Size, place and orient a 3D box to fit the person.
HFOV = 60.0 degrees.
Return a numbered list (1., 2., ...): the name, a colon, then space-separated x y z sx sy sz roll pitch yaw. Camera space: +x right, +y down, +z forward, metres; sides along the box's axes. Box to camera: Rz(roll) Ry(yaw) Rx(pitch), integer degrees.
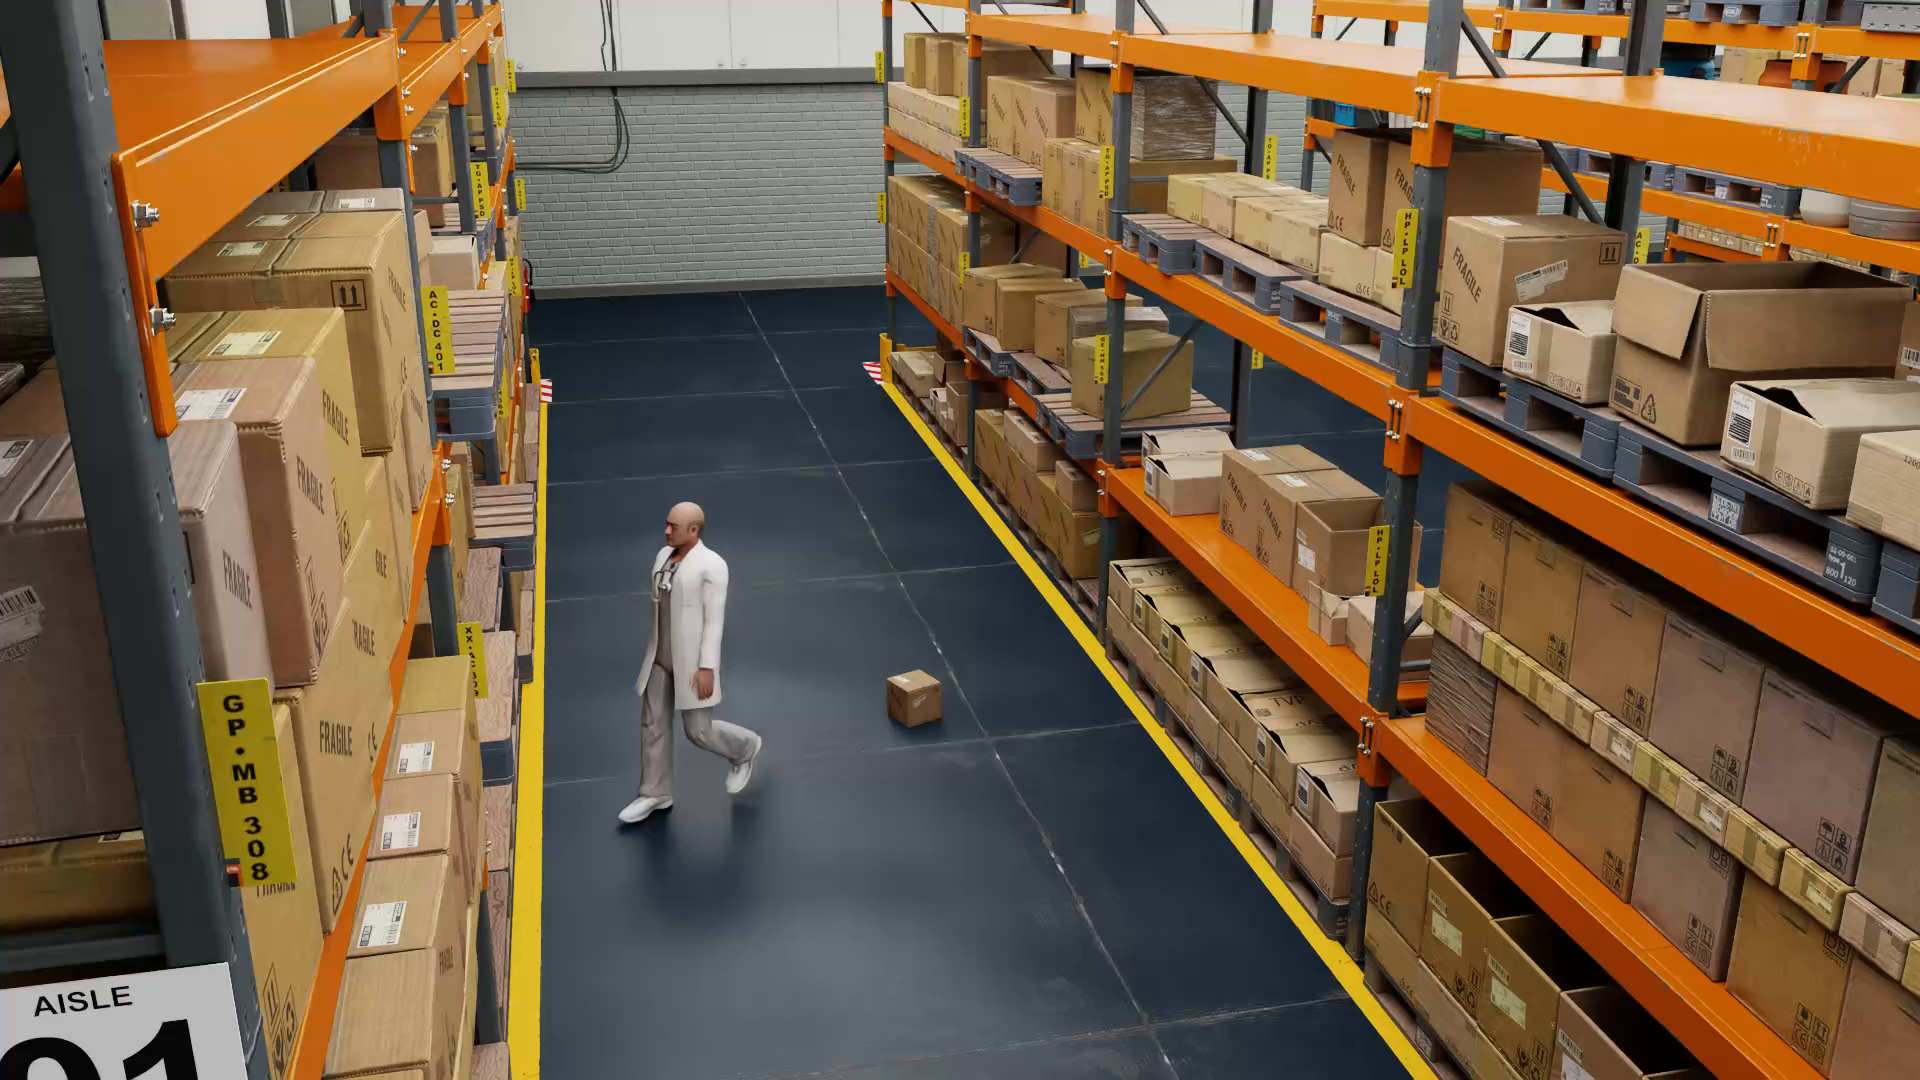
1. person: -1.533 0.659 9.172 0.590 1.754 0.867 14 24 34
